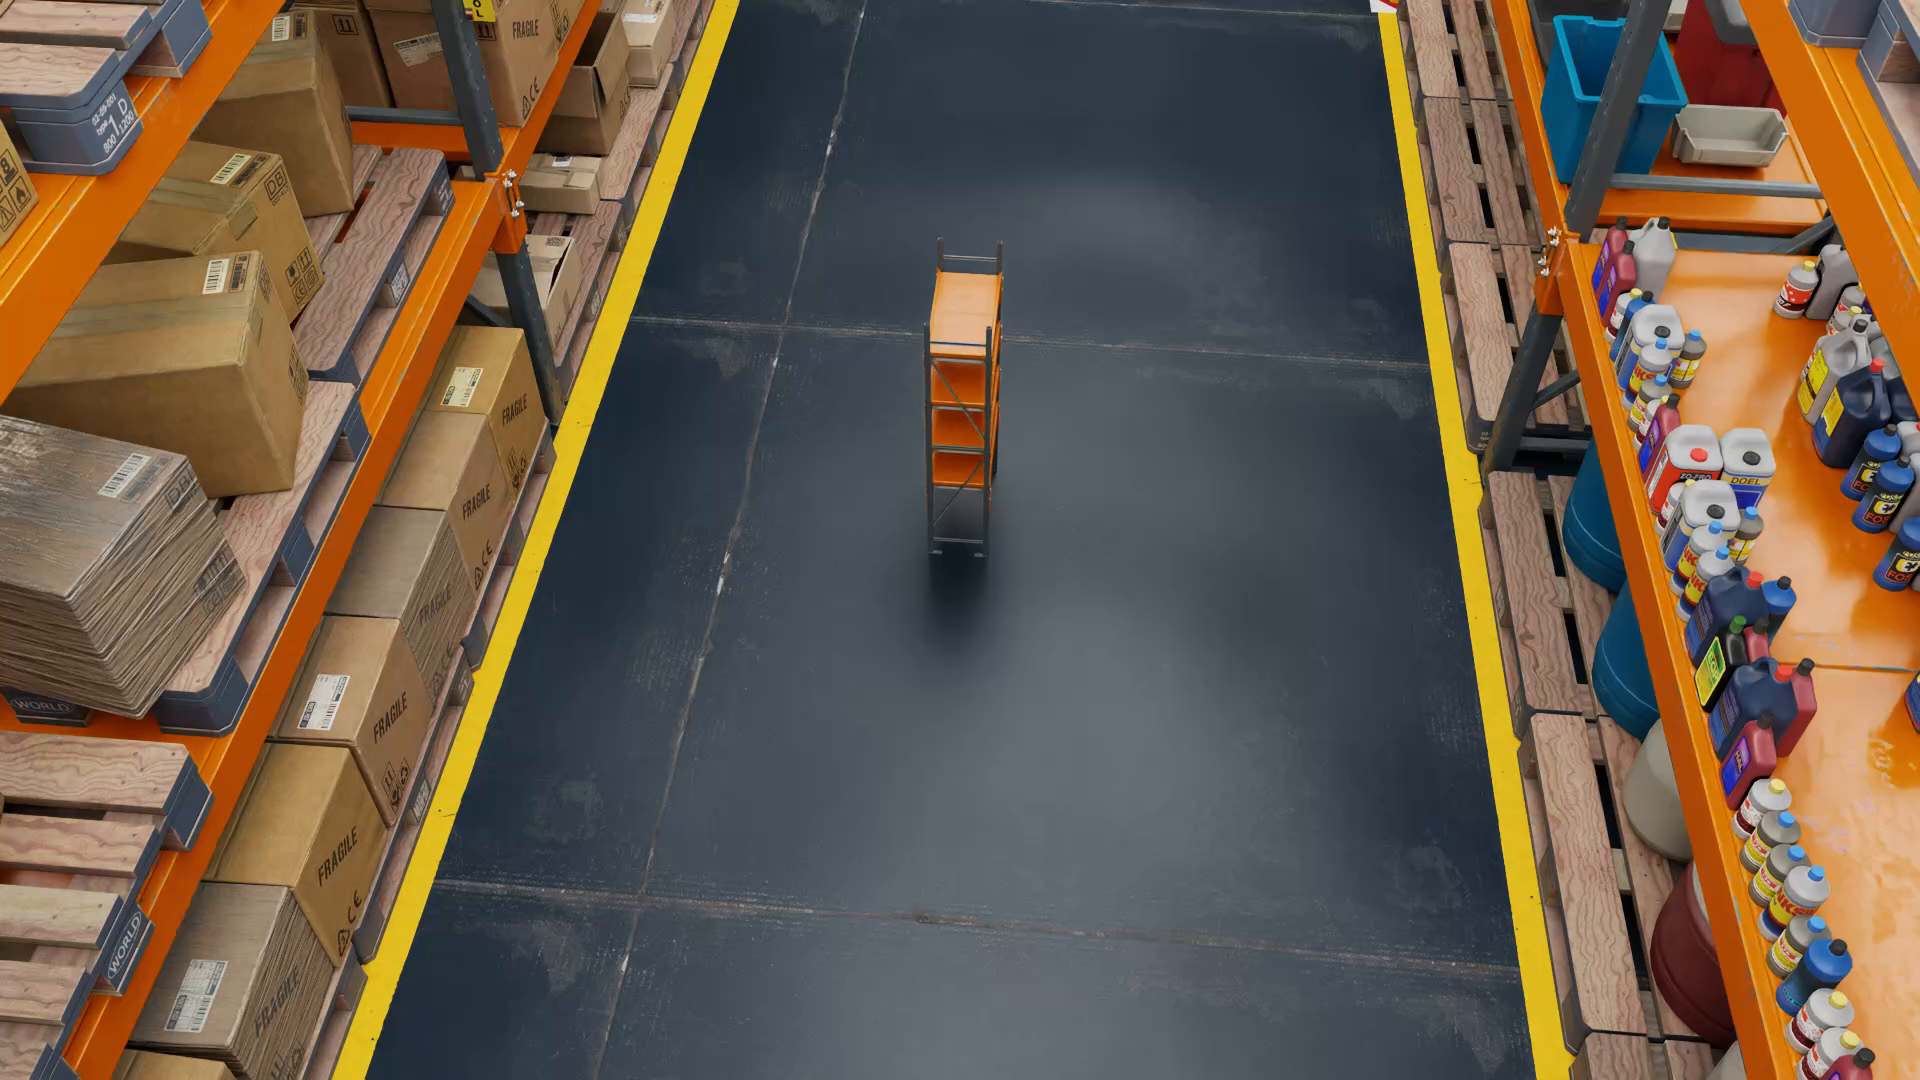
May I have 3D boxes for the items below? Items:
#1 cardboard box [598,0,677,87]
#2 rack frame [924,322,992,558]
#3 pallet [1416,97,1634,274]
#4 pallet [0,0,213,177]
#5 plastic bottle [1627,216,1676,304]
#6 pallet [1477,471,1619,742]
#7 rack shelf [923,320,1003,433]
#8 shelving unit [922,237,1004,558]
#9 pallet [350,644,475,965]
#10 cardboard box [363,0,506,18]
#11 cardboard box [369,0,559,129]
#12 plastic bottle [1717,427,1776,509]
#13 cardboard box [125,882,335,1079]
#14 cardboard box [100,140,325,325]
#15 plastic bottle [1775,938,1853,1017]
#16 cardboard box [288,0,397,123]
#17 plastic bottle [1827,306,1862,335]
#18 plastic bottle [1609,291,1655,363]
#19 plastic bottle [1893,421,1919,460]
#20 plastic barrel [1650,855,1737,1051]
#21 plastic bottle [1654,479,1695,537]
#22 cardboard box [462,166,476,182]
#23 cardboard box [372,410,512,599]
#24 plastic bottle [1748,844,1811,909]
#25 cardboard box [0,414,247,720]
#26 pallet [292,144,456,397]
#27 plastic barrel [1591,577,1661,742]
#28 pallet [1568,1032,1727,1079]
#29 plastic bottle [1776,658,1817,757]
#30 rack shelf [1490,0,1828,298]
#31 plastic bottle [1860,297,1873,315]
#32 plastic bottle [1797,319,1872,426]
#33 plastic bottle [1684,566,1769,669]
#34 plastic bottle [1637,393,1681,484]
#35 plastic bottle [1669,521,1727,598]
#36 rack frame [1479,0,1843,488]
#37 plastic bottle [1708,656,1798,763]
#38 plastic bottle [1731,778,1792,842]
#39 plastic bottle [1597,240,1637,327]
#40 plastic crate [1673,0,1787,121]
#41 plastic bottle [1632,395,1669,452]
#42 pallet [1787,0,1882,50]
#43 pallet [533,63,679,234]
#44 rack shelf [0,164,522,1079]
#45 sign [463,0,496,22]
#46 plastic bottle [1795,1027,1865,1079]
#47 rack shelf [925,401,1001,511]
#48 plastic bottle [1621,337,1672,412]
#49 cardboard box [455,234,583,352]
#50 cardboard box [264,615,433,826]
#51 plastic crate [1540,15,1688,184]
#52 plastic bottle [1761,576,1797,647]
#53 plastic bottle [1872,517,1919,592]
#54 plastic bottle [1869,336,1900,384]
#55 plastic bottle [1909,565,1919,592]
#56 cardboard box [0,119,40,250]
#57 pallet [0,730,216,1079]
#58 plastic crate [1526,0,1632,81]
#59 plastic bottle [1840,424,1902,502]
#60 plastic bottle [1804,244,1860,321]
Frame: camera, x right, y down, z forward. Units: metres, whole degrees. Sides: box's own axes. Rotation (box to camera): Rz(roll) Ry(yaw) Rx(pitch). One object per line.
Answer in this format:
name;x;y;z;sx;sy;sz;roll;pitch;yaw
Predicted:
cardboard box;-1.791;-2.628;8.712;0.500;0.250;0.500;4;48;4
rack frame;-0.007;-0.347;6.280;0.240;1.200;0.015;4;48;4
pallet;2.834;-1.745;8.229;1.003;0.211;1.213;4;48;4
pallet;-2.456;-1.292;4.020;1.213;0.211;1.003;4;48;4
plastic bottle;2.339;-0.961;5.655;0.144;0.351;0.185;4;48;4
pallet;2.585;0.261;6.394;1.003;0.211;1.213;4;48;4
rack shelf;0.015;-0.632;6.329;0.258;0.148;0.480;4;48;4
shelving unit;0.015;-0.527;6.444;0.258;1.200;0.503;4;48;4
pallet;-2.380;0.860;5.846;1.003;0.211;1.213;4;48;4
cardboard box;-1.912;-2.279;6.082;0.500;0.500;0.500;5;48;5
cardboard box;-1.917;-1.970;6.477;0.500;0.500;0.500;5;48;5
plastic bottle;2.343;-0.197;5.008;0.152;0.276;0.135;4;48;4
cardboard box;-2.231;1.354;4.900;0.500;0.500;0.500;2;48;2
cardboard box;-2.501;-0.913;5.226;0.700;0.500;0.500;11;48;10
plastic bottle;2.012;1.016;3.901;0.097;0.271;0.097;0;48;0
cardboard box;-2.445;-1.998;6.503;0.500;0.500;0.500;5;48;4
plastic bottle;2.927;-0.685;5.504;0.097;0.201;0.097;0;48;0
plastic bottle;2.226;-0.704;5.475;0.097;0.271;0.097;0;48;0
plastic bottle;2.904;-0.252;5.058;0.152;0.276;0.135;4;48;4
plastic barrel;2.463;1.177;5.016;0.600;0.588;0.708;4;48;4
plastic bottle;2.153;-0.099;4.968;0.097;0.201;0.097;0;48;0
cardboard box;-2.397;-1.810;7.923;0.500;0.311;0.500;4;48;4
cardboard box;-2.048;-0.140;6.267;0.500;0.500;0.500;4;48;4
plastic bottle;2.039;0.826;4.123;0.097;0.201;0.097;0;48;0
cardboard box;-2.381;0.054;4.341;0.700;0.500;0.500;12;49;11
pallet;-2.417;-0.935;5.729;1.003;0.211;1.213;4;48;4
plastic barrel;2.566;0.241;5.660;0.600;0.901;0.708;4;48;4
pallet;2.363;2.054;4.754;1.003;0.211;1.213;4;48;4
plastic bottle;2.209;0.443;4.417;0.061;0.283;0.133;4;48;4
rack shelf;2.880;-2.471;7.491;1.077;0.370;4.000;4;48;4
plastic bottle;3.008;-0.720;5.481;0.061;0.283;0.133;4;48;4
plastic bottle;2.796;-0.540;5.270;0.144;0.351;0.185;4;48;4
plastic bottle;2.134;0.198;4.595;0.144;0.351;0.185;4;48;4
plastic bottle;2.158;-0.311;5.107;0.061;0.283;0.133;4;48;4
plastic bottle;2.132;0.048;4.786;0.097;0.271;0.097;0;48;0
rack frame;2.697;-1.244;5.881;1.000;3.000;0.127;4;48;4
plastic bottle;2.105;0.432;4.382;0.144;0.351;0.185;4;48;4
plastic bottle;2.057;0.682;4.254;0.097;0.201;0.097;0;48;0
plastic bottle;2.227;-0.866;5.614;0.061;0.283;0.133;4;48;4
plastic crate;3.028;-1.925;6.420;0.402;0.464;0.583;4;48;4
plastic bottle;2.187;-0.367;5.214;0.097;0.201;0.097;0;48;0
pallet;2.723;-1.610;4.311;1.213;0.211;1.003;4;48;4
pallet;-2.063;-2.042;8.501;1.003;0.211;1.213;4;48;4
rack shelf;-2.417;0.132;5.110;1.077;0.370;4.000;4;48;4
sign;-1.682;-1.936;5.729;0.100;0.325;0.005;4;48;4
plastic bottle;1.994;1.183;3.796;0.097;0.201;0.097;0;48;0
rack shelf;0.015;-0.347;6.641;0.258;0.148;0.480;4;48;4
plastic bottle;2.205;-0.534;5.319;0.097;0.271;0.097;0;48;0
cardboard box;-1.981;-1.115;7.287;0.500;0.311;0.500;4;48;4
cardboard box;-2.138;0.602;5.588;0.500;0.500;0.500;2;48;2
plastic crate;2.400;-1.625;6.200;0.392;0.384;0.575;4;48;4
plastic bottle;2.258;0.201;4.647;0.097;0.271;0.097;0;48;0
plastic bottle;2.745;0.024;4.808;0.097;0.271;0.097;0;48;0
plastic bottle;2.939;-0.530;5.261;0.144;0.351;0.185;4;48;4
plastic bottle;2.871;0.017;4.811;0.152;0.276;0.135;4;48;4
cardboard box;-2.500;-0.766;3.344;0.910;0.500;0.500;4;48;4
pallet;-2.608;0.921;4.031;1.213;0.211;1.003;4;48;4
plastic crate;2.532;-2.012;6.729;0.437;0.125;0.590;4;48;4
plastic bottle;2.778;-0.245;5.054;0.097;0.271;0.097;0;48;0
plastic bottle;2.983;-0.891;5.642;0.152;0.276;0.135;4;48;4
